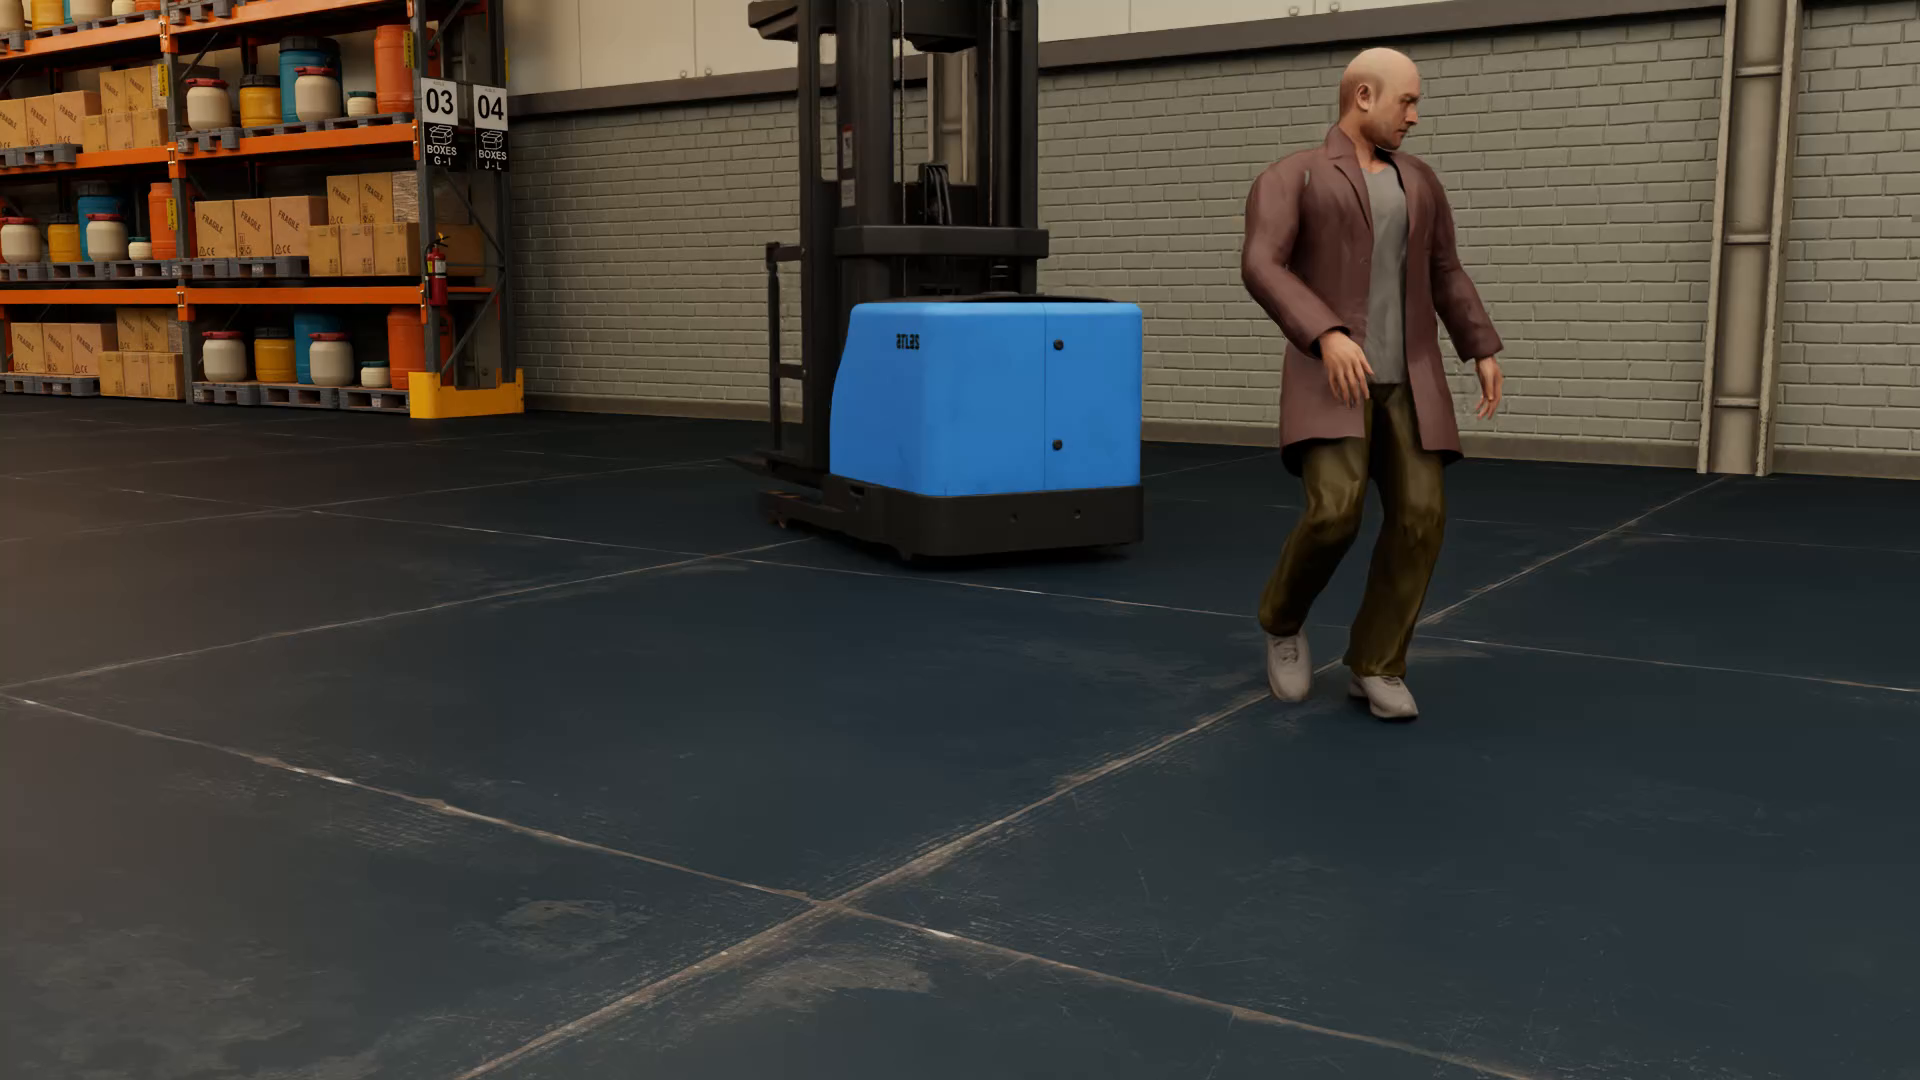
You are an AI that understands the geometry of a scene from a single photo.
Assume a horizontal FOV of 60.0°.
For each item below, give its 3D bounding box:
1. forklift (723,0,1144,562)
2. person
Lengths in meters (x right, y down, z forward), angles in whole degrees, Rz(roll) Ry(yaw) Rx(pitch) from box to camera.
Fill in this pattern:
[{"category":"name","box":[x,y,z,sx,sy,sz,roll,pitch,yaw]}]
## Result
[{"category":"forklift","box":[-0.339,-1.532,7.964,1.130,2.935,3.031,-4,9,-27]},{"category":"person","box":[1.121,-0.419,4.418,0.810,1.739,0.553,-2,8,-11]}]
